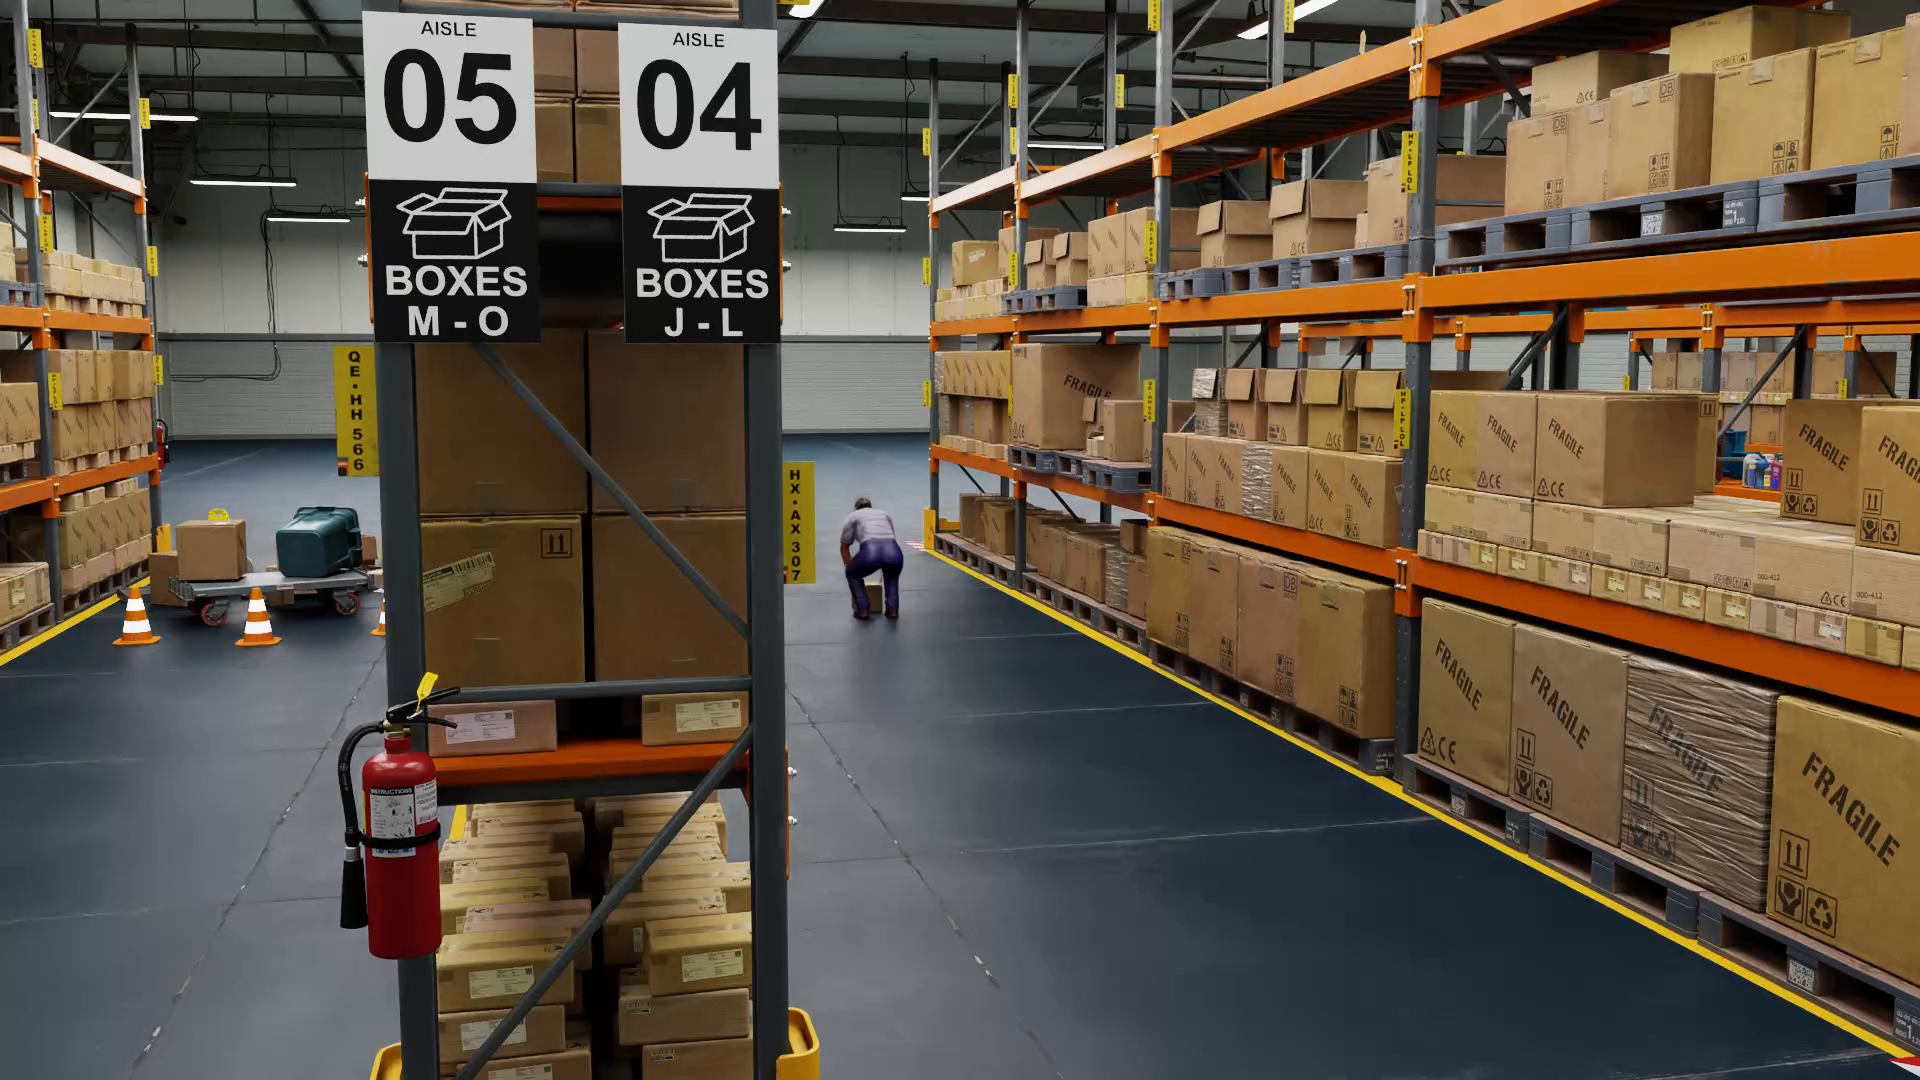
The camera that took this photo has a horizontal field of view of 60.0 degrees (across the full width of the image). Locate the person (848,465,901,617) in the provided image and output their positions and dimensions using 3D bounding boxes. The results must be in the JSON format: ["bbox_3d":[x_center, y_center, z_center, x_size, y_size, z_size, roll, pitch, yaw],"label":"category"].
[{"bbox_3d":[-0.806,0.011,15.422,0.439,1.381,0.743,-2,6,-15],"label":"person"}]
